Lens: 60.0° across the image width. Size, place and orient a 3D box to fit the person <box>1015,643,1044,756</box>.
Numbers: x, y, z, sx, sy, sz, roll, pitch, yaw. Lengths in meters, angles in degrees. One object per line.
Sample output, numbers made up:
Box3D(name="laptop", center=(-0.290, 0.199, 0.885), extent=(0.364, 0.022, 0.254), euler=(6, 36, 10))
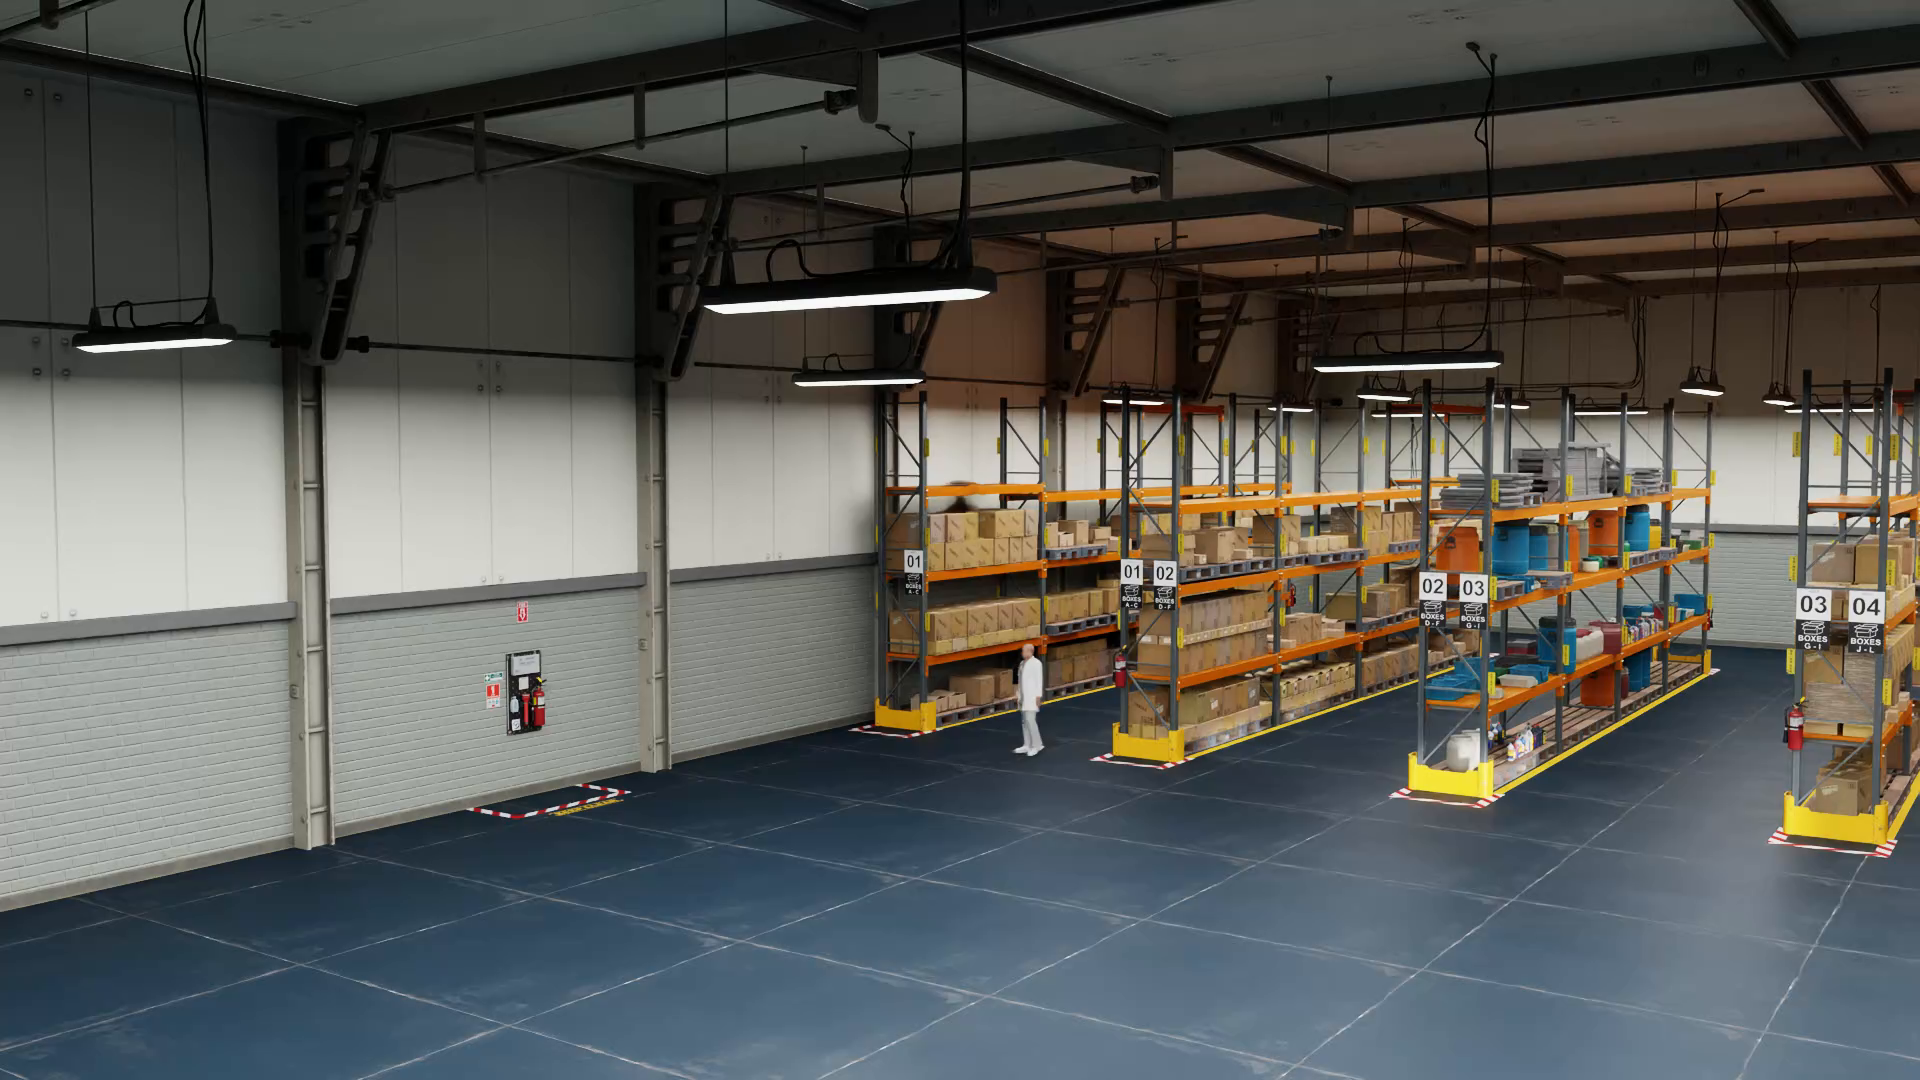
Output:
Box3D(name="person", center=(1.100, 2.610, 27.239), extent=(0.423, 1.826, 0.636), euler=(-2, 4, -28))
